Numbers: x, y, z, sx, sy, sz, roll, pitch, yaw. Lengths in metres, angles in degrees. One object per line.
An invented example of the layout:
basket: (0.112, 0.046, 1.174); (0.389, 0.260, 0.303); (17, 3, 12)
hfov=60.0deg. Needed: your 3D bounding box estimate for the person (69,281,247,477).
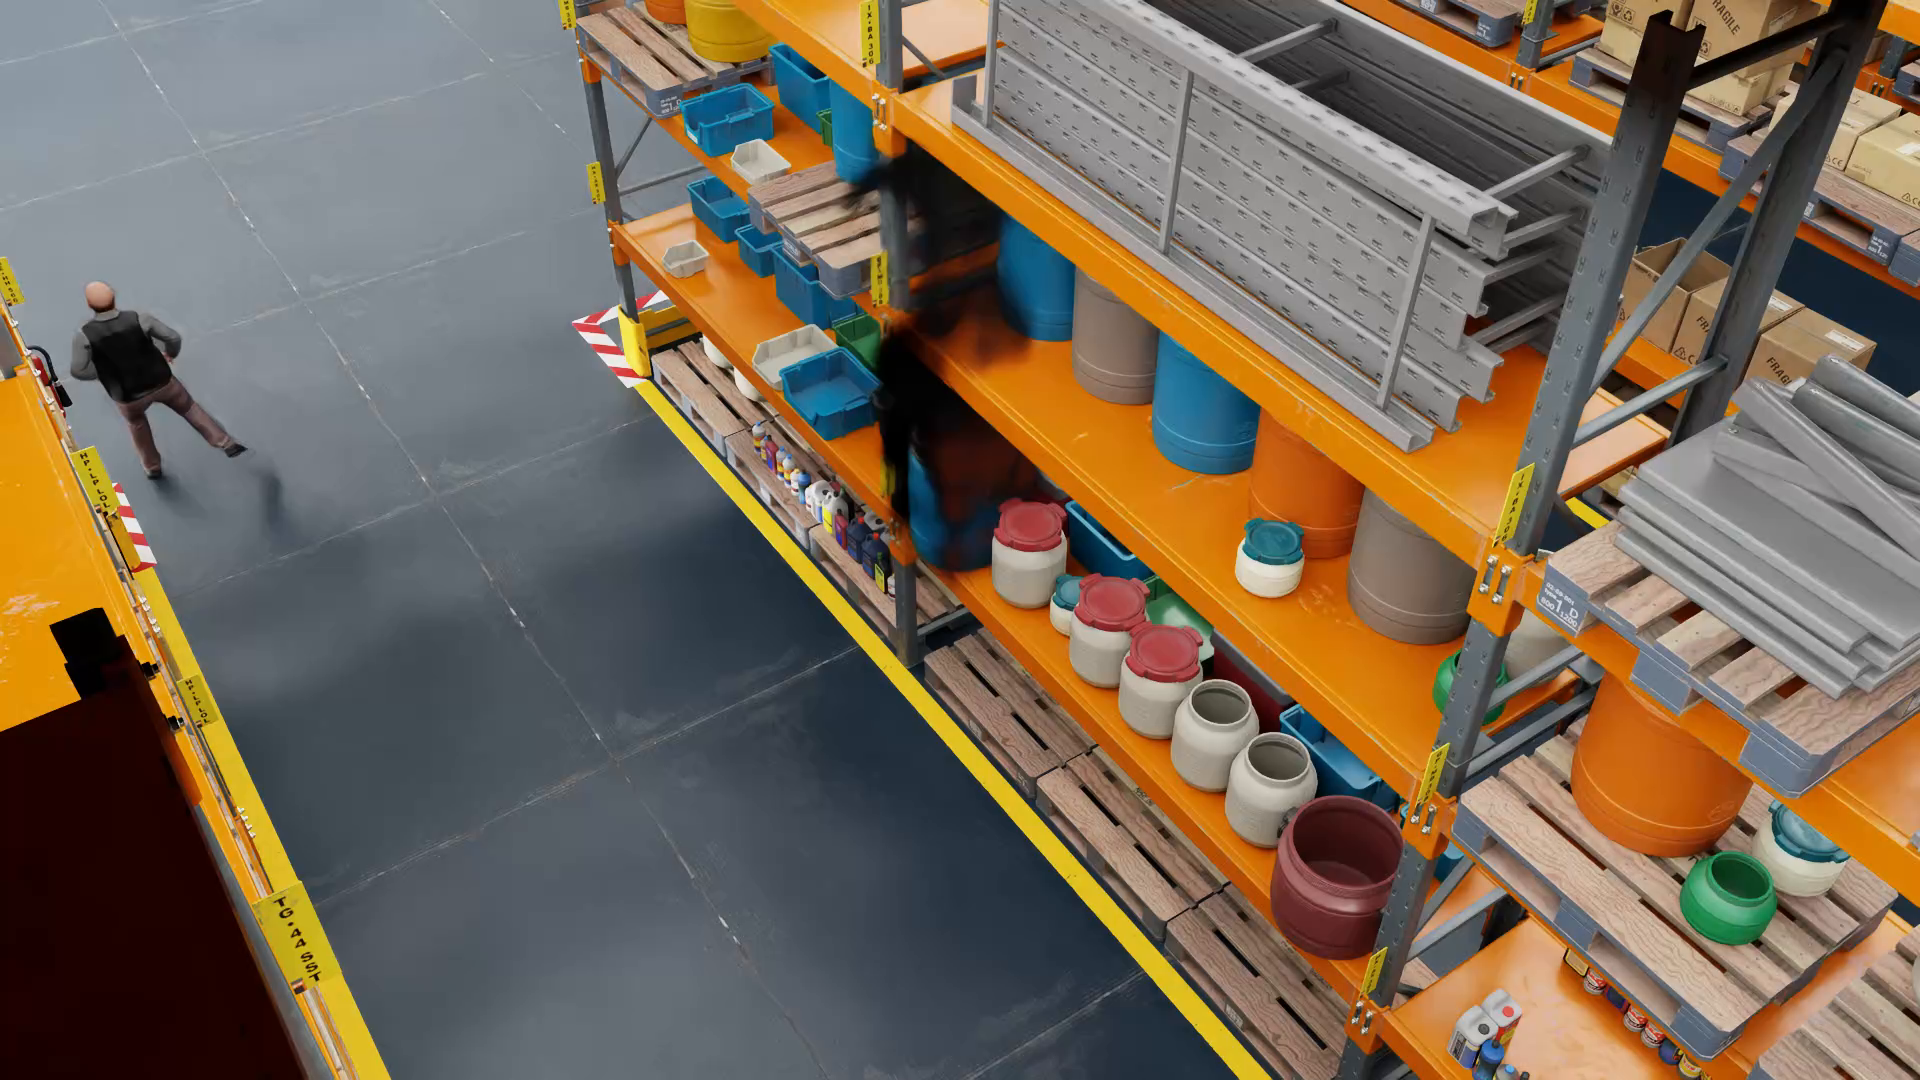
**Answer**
person: (-5.720, -1.082, 11.733); (0.864, 1.721, 0.674); (-29, 50, -28)
